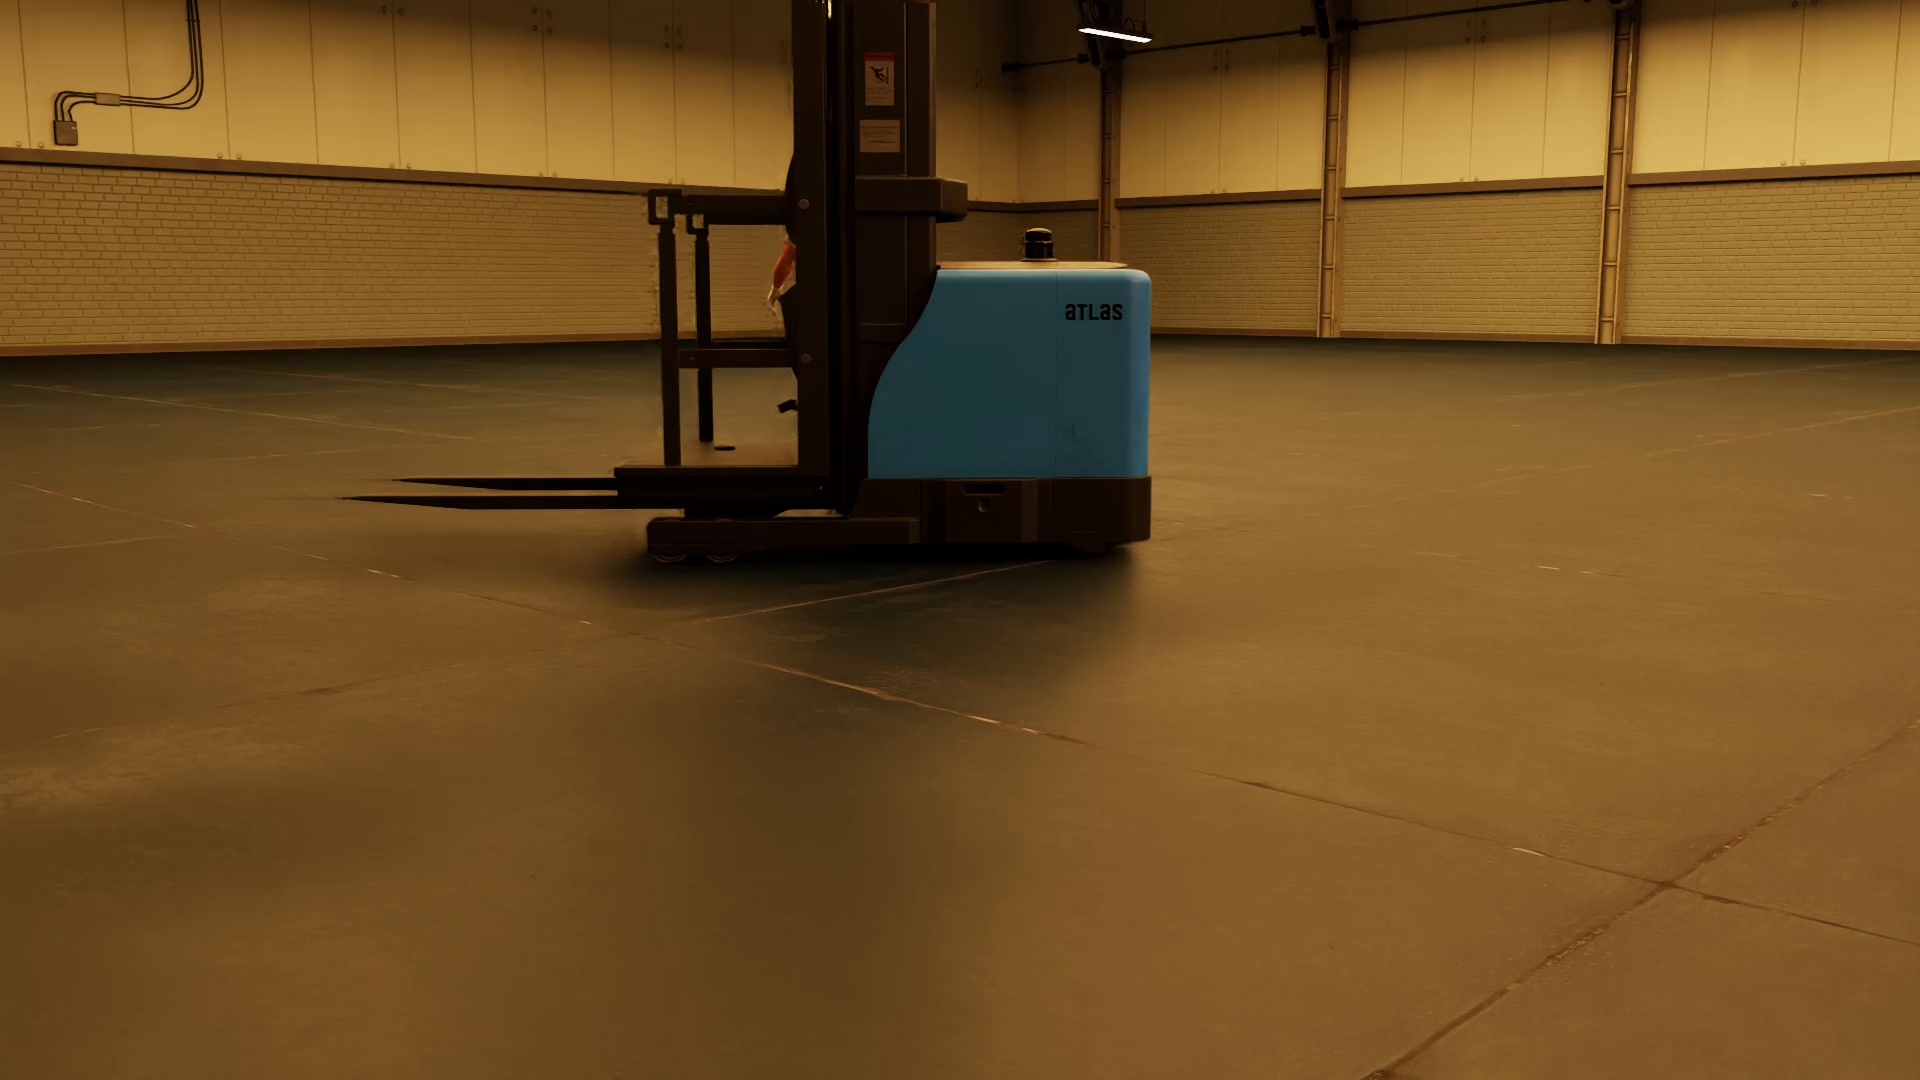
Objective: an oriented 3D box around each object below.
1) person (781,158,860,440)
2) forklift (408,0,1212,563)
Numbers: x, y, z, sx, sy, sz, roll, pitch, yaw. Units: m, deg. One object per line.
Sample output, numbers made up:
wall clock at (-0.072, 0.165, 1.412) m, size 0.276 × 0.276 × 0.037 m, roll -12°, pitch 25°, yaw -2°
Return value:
person at (-0.752, -1.340, 9.889) m, size 0.640 × 1.822 × 0.530 m, roll -2°, pitch 9°, yaw -10°
forklift at (-0.581, -1.444, 6.464) m, size 3.031 × 2.935 × 1.130 m, roll 0°, pitch 9°, yaw -1°
